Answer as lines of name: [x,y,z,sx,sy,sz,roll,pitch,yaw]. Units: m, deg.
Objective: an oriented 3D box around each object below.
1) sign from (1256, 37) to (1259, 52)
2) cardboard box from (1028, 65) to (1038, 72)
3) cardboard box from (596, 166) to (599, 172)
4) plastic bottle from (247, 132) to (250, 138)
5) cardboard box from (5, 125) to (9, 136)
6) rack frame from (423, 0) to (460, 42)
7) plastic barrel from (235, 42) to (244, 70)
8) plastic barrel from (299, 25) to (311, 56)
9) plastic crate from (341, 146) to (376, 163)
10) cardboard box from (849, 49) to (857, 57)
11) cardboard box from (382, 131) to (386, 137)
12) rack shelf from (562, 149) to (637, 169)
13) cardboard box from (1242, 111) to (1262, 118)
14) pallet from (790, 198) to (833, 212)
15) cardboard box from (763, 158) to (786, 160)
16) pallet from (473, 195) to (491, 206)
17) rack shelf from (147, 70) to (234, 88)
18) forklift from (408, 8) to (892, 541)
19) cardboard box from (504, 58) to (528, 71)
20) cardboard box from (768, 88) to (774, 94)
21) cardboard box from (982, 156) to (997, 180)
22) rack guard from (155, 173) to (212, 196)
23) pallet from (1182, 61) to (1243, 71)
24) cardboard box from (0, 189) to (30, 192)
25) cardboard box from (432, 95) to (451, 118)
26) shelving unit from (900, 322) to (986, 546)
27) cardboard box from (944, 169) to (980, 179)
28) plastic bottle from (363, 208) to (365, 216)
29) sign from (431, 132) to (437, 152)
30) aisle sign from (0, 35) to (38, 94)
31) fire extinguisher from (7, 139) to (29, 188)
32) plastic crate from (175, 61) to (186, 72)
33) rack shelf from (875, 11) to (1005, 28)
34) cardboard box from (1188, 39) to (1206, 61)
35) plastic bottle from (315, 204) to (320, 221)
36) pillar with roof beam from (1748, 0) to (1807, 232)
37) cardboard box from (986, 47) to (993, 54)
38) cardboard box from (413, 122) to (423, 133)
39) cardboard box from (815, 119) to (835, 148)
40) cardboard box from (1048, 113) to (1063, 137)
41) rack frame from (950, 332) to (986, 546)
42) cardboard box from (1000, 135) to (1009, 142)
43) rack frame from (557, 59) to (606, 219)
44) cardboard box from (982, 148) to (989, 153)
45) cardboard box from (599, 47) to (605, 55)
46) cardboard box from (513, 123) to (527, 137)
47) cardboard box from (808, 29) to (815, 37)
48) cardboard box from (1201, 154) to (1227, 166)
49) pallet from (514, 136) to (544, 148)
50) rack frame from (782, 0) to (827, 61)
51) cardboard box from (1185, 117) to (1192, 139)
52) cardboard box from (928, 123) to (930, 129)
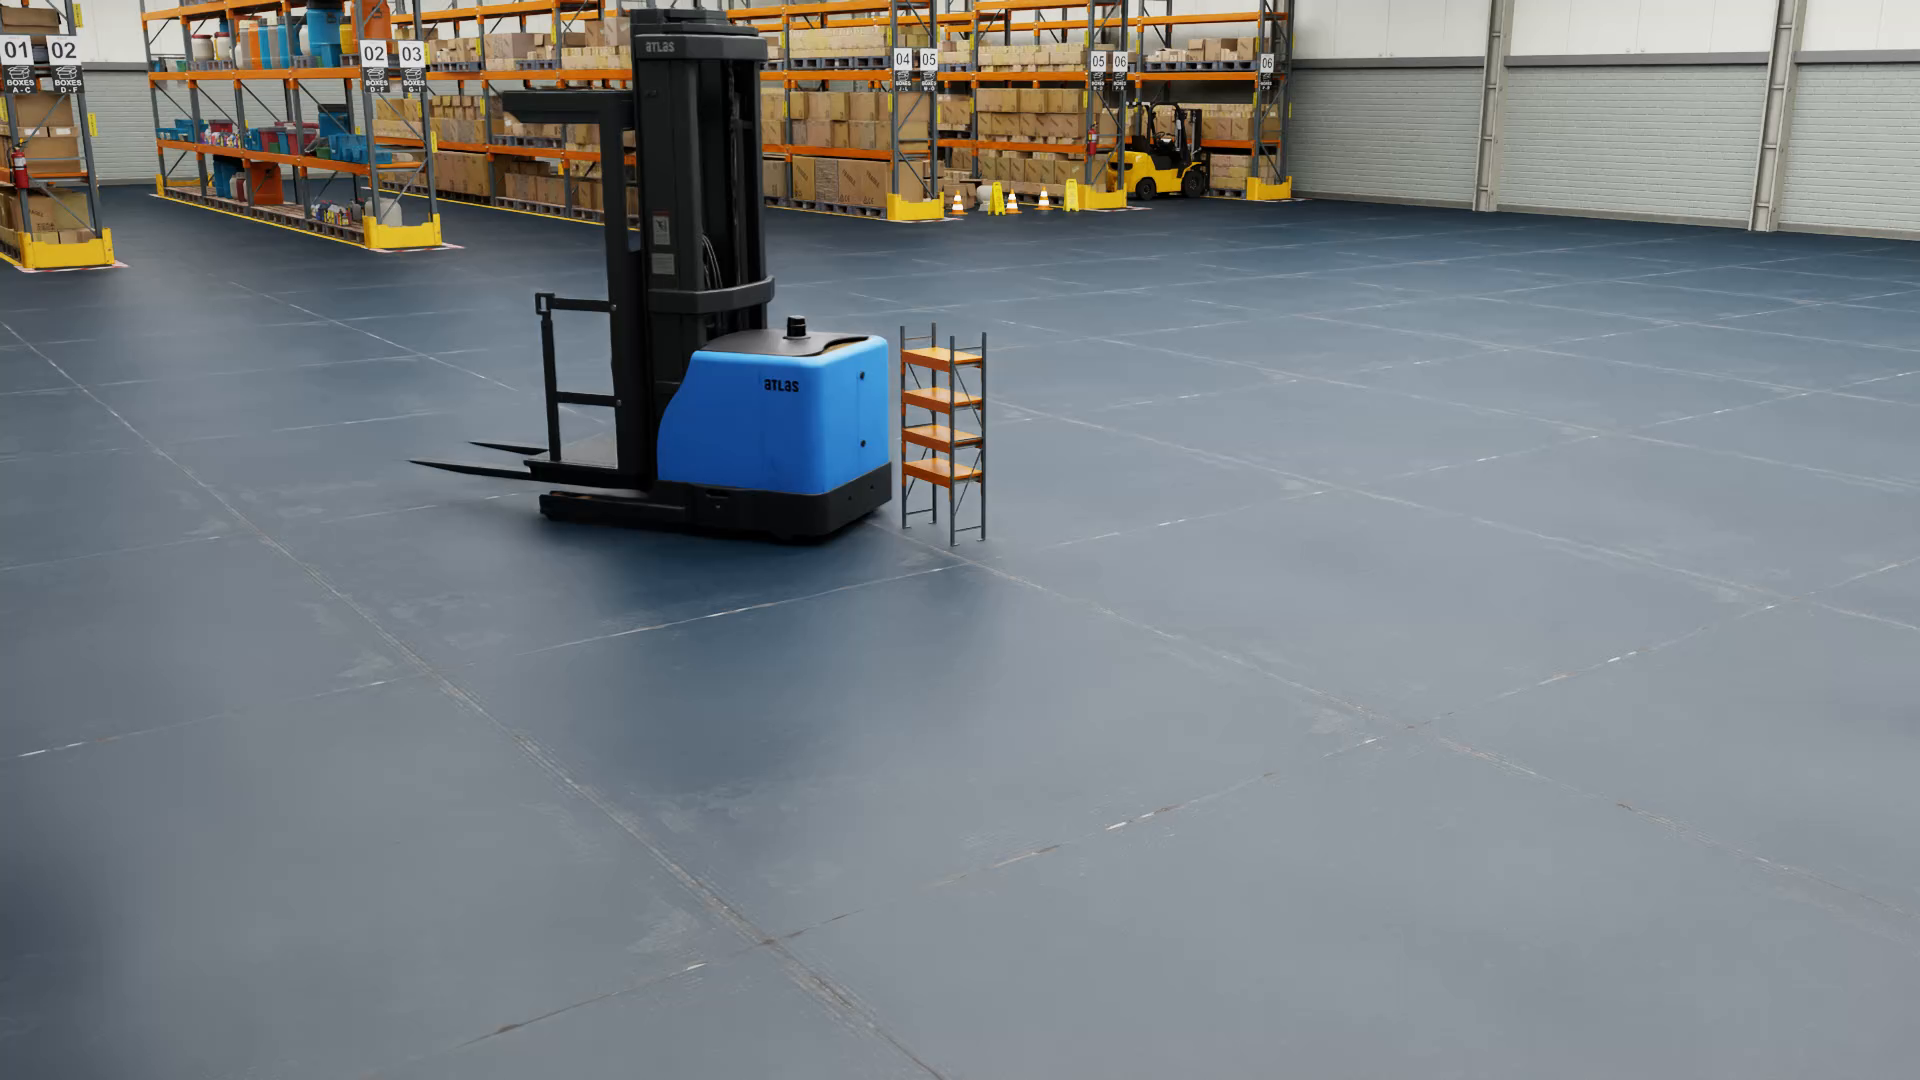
sign: [6.631,-11.048,37.051,0.100,0.325,0.005,-11,19,-35]
cardboard box: [1.691,-10.202,35.963,0.380,0.149,0.250,-11,19,-35]
cardboard box: [-9.215,-9.638,43.151,0.380,0.149,0.250,-10,18,-32]
plastic bottle: [-14.882,-8.395,34.809,0.097,0.271,0.097,0,15,0]
cardboard box: [-13.951,-6.081,24.694,0.380,0.149,0.250,-10,18,-33]
rack frame: [-12.006,-12.440,37.983,1.000,3.000,0.127,-11,19,-35]
plastic barrel: [-13.726,-9.311,32.018,0.421,0.512,0.421,0,15,0]
plastic barrel: [-11.214,-8.651,28.811,0.421,0.512,0.421,0,15,0]
plastic crate: [-9.870,-6.344,27.354,0.499,0.251,0.408,-11,19,-35]
cardboard box: [-1.947,-9.545,32.577,0.380,0.149,0.250,-11,19,-35]
cardboard box: [-13.959,-9.988,40.863,0.380,0.149,0.250,-11,19,-35]
rack shelf: [-6.126,-7.064,31.068,1.077,0.370,4.000,-11,19,-35]
cardboard box: [6.648,-9.685,37.863,0.380,0.149,0.250,-11,19,-34]
pallet: [-2.847,-7.067,34.998,1.003,0.211,1.213,-11,19,-35]
cardboard box: [-4.233,-8.029,36.697,1.050,0.750,0.750,-11,19,-35]
pallet: [-10.057,-7.528,36.680,1.003,0.211,1.213,-11,19,-35]
rack shelf: [-17.188,-10.305,37.225,1.077,0.370,4.000,-11,19,-35]
forklift: [-1.986,-1.635,9.999,3.031,2.935,1.130,6,16,21]
cardboard box: [-8.972,-9.709,33.970,0.500,0.250,0.500,-10,18,-33]
cardboard box: [-4.974,-12.172,45.053,0.380,0.149,0.250,-11,19,-35]
cardboard box: [0.842,-8.447,37.748,0.500,0.500,0.500,-10,18,-32]
rack guard: [-18.389,-8.430,39.428,1.175,0.500,0.348,-11,19,-35]
pallet: [5.962,-11.114,38.985,1.003,0.211,1.213,-11,19,-35]
cardboard box: [-14.710,-5.179,25.807,0.500,0.500,0.500,-11,19,-35]
cardboard box: [-11.624,-9.944,38.135,0.797,0.503,0.637,-11,19,-36]
shelving unit: [-0.097,-0.614,9.547,0.258,1.200,0.503,-11,19,-35]
cardboard box: [-0.022,-8.576,39.412,0.950,0.372,0.625,-10,18,-31]
plastic bottle: [-10.387,-5.717,29.094,0.061,0.283,0.133,-11,19,-35]
sign: [-8.509,-6.434,26.876,0.100,0.325,0.005,-11,19,-35]
aisle sign: [-13.165,-6.642,23.236,0.394,0.787,0.004,-11,19,-35]
fire extinguisher: [-13.272,-5.313,23.452,0.296,0.674,0.183,-11,19,-35]
plastic crate: [-16.806,-10.289,36.121,0.416,0.233,0.300,-11,19,-35]
rack shelf: [-0.462,-12.157,39.070,1.077,0.370,4.000,-11,19,-35]
cardboard box: [5.787,-11.463,38.913,0.797,0.503,0.637,-10,18,-33]
plastic bottle: [-11.264,-5.767,29.292,0.152,0.276,0.135,-10,18,-33]
pillar with roof beam: [10.972,-9.245,26.309,9.100,9.000,0.400,-11,19,-35]
cardboard box: [0.811,-10.918,37.068,0.380,0.149,0.250,-10,18,-33]
cardboard box: [-12.478,-9.671,38.951,0.500,0.250,0.500,-11,19,-36]
cardboard box: [-2.440,-8.335,34.062,0.875,0.550,0.550,-11,19,-35]
cardboard box: [2.233,-8.895,35.641,0.500,0.500,0.500,-11,19,-34]
rack frame: [0.046,-0.562,9.356,0.240,1.200,0.015,-11,19,-35]
cardboard box: [1.128,-8.982,37.189,0.380,0.149,0.250,-10,18,-33]
rack frame: [-7.302,-7.838,32.533,1.000,3.000,0.127,-11,19,-35]
cardboard box: [0.837,-10.779,45.988,0.380,0.149,0.250,-10,18,-33]
cardboard box: [-6.384,-8.966,30.499,0.380,0.149,0.250,-10,18,-33]
cardboard box: [-8.855,-8.429,34.180,0.500,0.250,0.500,-12,19,-36]
cardboard box: [-2.843,-10.255,33.660,0.380,0.149,0.250,-11,19,-35]
cardboard box: [5.946,-8.917,38.992,0.500,0.250,0.500,-11,19,-34]
pallet: [-8.457,-8.184,34.158,1.003,0.211,1.213,-11,19,-35]
rack frame: [-3.231,-11.480,34.475,1.000,3.000,0.127,-11,19,-35]
cardboard box: [5.673,-9.734,39.268,0.500,0.500,0.500,-11,19,-34]
cardboard box: [-0.686,-9.861,39.604,0.380,0.149,0.250,-10,18,-33]
